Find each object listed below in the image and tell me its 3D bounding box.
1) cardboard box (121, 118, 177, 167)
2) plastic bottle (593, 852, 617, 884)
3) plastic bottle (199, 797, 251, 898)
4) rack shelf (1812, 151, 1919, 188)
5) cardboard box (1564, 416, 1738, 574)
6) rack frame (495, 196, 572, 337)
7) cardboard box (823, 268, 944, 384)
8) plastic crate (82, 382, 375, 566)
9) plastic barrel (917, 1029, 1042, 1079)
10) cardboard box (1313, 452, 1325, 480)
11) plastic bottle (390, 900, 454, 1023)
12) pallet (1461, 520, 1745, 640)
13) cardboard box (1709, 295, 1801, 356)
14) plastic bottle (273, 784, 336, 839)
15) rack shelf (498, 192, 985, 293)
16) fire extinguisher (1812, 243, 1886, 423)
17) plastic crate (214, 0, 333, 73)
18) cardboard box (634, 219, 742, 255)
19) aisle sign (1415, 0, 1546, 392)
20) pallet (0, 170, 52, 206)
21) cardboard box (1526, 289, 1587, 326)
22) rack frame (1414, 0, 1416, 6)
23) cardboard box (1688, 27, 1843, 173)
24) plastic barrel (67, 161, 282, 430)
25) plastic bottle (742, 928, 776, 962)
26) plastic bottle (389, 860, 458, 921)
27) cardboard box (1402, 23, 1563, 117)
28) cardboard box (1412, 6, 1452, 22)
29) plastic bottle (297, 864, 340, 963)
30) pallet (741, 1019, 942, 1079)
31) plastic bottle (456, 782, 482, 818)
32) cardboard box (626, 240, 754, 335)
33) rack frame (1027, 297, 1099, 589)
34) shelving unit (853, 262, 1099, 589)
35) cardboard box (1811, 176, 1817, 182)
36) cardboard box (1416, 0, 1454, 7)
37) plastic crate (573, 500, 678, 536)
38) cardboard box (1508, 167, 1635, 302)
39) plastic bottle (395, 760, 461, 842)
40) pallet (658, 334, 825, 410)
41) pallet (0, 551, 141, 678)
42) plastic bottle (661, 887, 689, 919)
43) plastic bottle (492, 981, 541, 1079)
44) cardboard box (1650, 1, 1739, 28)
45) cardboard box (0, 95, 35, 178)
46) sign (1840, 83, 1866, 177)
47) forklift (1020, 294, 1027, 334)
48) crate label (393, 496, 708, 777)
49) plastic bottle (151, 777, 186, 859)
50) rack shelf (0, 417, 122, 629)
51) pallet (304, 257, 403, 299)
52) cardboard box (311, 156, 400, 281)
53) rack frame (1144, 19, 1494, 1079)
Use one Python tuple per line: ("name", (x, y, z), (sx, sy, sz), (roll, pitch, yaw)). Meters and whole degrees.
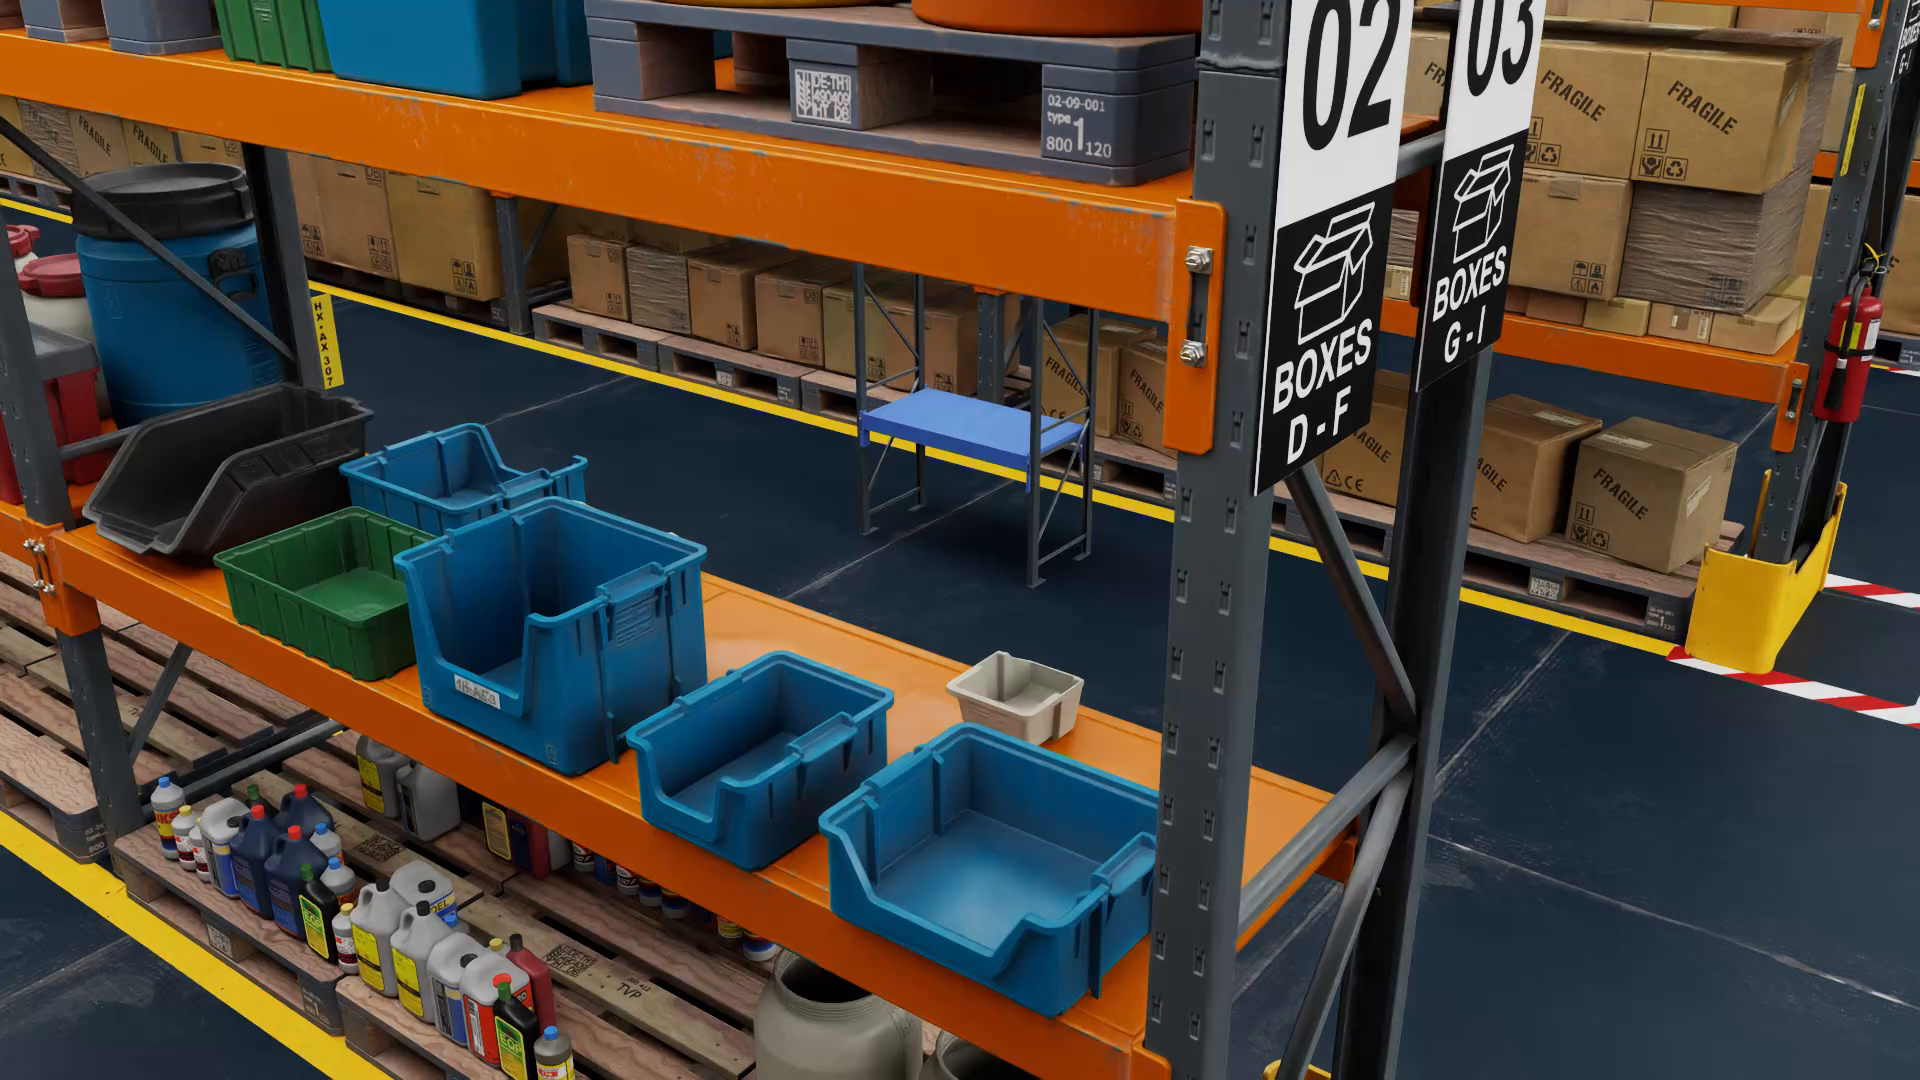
("cardboard box", (-6.442, -3.317, 14.172), (0.875, 0.875, 0.875), (17, 29, 33))
("plastic bottle", (-1.110, 0.940, 5.234), (0.097, 0.271, 0.097), (0, 24, 0))
("plastic bottle", (-2.264, 0.954, 5.197), (0.135, 0.276, 0.152), (18, 30, 35))
("rack shelf", (5.096, -2.740, 11.641), (4.000, 0.370, 1.077), (17, 29, 33))
("cardboard box", (3.151, -0.214, 7.596), (0.500, 0.500, 0.500), (-20, 31, -38))
("rack frame", (-2.761, -2.944, 11.212), (0.127, 3.000, 1.000), (17, 29, 33))
("cardboard box", (-0.409, -1.311, 10.061), (0.500, 0.500, 0.700), (17, 29, 33))
("plastic crate", (-2.188, -0.183, 5.022), (0.504, 0.338, 0.767), (17, 29, 33))
("plastic barrel", (0.098, 1.400, 3.917), (0.421, 0.512, 0.421), (0, 24, 0))
("cardboard box", (1.743, -0.655, 8.595), (0.500, 0.500, 0.500), (14, 27, 29))
("plastic bottle", (-1.494, 1.154, 4.650), (0.185, 0.351, 0.144), (18, 30, 35))
("pallet", (2.951, 0.040, 7.897), (1.213, 0.211, 1.003), (17, 29, 33))
("cardboard box", (3.289, -0.897, 6.878), (0.250, 0.149, 0.380), (17, 29, 33))
("plastic bottle", (-2.047, 0.914, 5.194), (0.185, 0.351, 0.144), (17, 29, 33))
("rack shelf", (-1.161, -2.131, 10.260), (4.000, 0.370, 1.077), (17, 29, 33))
("fire extinguisher", (3.456, -0.798, 6.437), (0.183, 0.674, 0.296), (17, 29, 33))
("plastic crate", (-1.432, -1.185, 3.763), (0.450, 0.188, 0.336), (17, 29, 33))
("cardboard box", (-1.776, -2.068, 10.847), (0.500, 0.250, 0.500), (21, 31, 39))
("aisle sign", (0.903, -0.679, 2.846), (0.004, 0.787, 0.394), (17, 29, 33))
("pallet", (-8.476, -3.435, 15.784), (1.213, 0.211, 1.003), (17, 29, 33))
("cardboard box", (2.667, -1.067, 7.263), (0.250, 0.149, 0.380), (17, 29, 33))
("rack frame", (3.495, -3.553, 12.593), (0.127, 3.000, 1.000), (17, 29, 33))
("cardboard box", (3.364, -1.870, 7.041), (0.500, 0.500, 0.500), (17, 29, 33))
("plastic barrel", (-2.658, -0.800, 5.723), (0.708, 0.901, 0.600), (17, 29, 33))
("plastic bottle", (-0.594, 1.096, 4.879), (0.097, 0.271, 0.097), (0, 24, 0))
("plastic bottle", (-1.574, 1.090, 4.889), (0.135, 0.276, 0.152), (17, 29, 33))
("cardboard box", (2.250, -1.943, 7.207), (0.500, 0.500, 0.500), (17, 29, 33))
("cardboard box", (2.163, -2.233, 7.864), (0.500, 0.500, 0.500), (17, 29, 33))
("plastic bottle", (-1.876, 1.091, 4.877), (0.133, 0.283, 0.061), (18, 30, 36))
("pallet", (-0.066, 1.663, 4.214), (1.213, 0.211, 1.003), (17, 29, 33))
("plastic bottle", (-1.689, 0.741, 5.588), (0.185, 0.351, 0.144), (15, 28, 31))
("cardboard box", (-1.761, -1.716, 10.979), (0.500, 0.500, 0.700), (14, 27, 29))
("rack frame", (0.475, -0.543, 7.622), (0.032, 1.500, 0.500), (17, 29, 33))
("shelving unit", (0.068, -0.666, 7.901), (1.048, 1.500, 0.538), (17, 29, 33))
("cardboard box", (5.408, -2.160, 11.547), (0.875, 0.875, 0.875), (16, 29, 32))
("cardboard box", (3.770, -4.015, 12.118), (0.550, 0.550, 0.875), (17, 29, 33))
("plastic crate", (-1.080, 0.053, 4.738), (0.437, 0.136, 0.530), (17, 29, 33))
("cardboard box", (2.745, -1.416, 7.250), (0.500, 0.500, 0.875), (17, 29, 33))
("plastic bottle", (-1.758, 0.829, 5.481), (0.135, 0.276, 0.152), (17, 29, 33))
("pallet", (-1.165, -1.184, 10.675), (1.213, 0.211, 1.003), (17, 29, 33))
("pallet", (-4.163, 0.425, 7.024), (1.213, 0.211, 1.003), (17, 29, 33))
("plastic bottle", (-0.868, 1.014, 5.068), (0.097, 0.271, 0.097), (0, 24, 0))
("plastic bottle", (-1.167, 1.305, 4.391), (0.133, 0.283, 0.061), (18, 29, 35))
("cardboard box", (5.058, -3.619, 11.219), (0.500, 0.550, 0.875), (17, 29, 33))
("cardboard box", (-8.602, -3.970, 15.654), (0.875, 0.875, 0.875), (17, 29, 33))
("sign", (3.292, -1.510, 6.129), (0.005, 0.325, 0.100), (17, 29, 33))
("forklift", (-0.513, -3.166, 11.802), (1.130, 2.935, 3.031), (-8, 25, -17))
("crate label", (-0.965, 0.214, 4.000), (0.616, 0.435, 0.502), (17, 29, 33))
("plastic bottle", (-2.539, 0.887, 5.356), (0.097, 0.271, 0.097), (0, 24, 0))
("rack shelf", (-4.131, -0.533, 6.633), (4.000, 0.370, 1.077), (17, 29, 33))
("pallet", (-4.319, -2.178, 12.932), (1.213, 0.211, 1.003), (17, 29, 33))
("cardboard box", (-4.009, -2.556, 12.445), (0.875, 0.875, 1.225), (17, 29, 33))
("rack frame", (0.670, 0.588, 3.195), (0.127, 3.000, 1.000), (17, 29, 33))
